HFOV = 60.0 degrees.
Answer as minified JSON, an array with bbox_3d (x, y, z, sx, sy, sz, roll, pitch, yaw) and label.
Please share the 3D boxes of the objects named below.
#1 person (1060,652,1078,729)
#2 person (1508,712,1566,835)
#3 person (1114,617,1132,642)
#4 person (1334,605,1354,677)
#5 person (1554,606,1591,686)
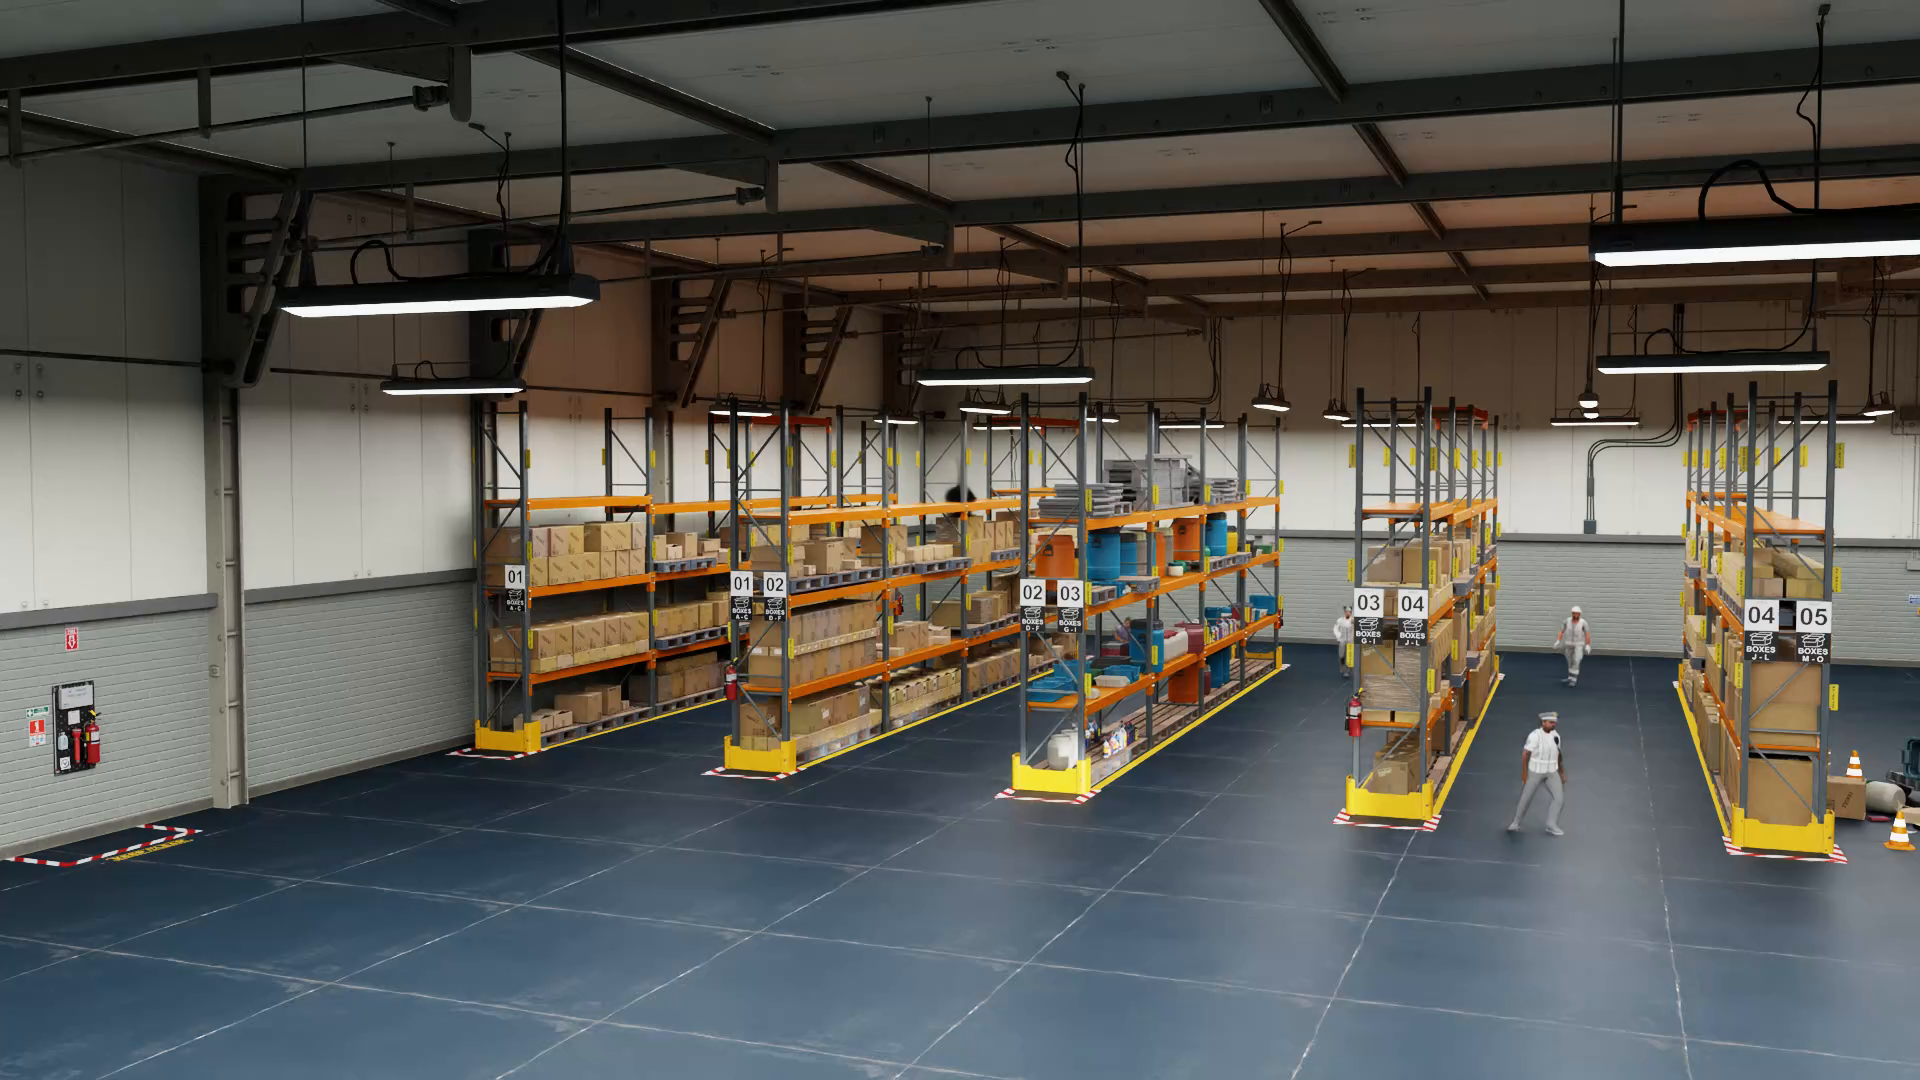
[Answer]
[{"bbox_3d":[1.971,2.773,29.897,0.620,1.547,0.536,2,3,37],"label":"person"},{"bbox_3d":[7.752,3.098,22.288,0.695,1.648,0.594,-1,3,-12],"label":"person"},{"bbox_3d":[3.811,2.447,38.300,0.600,1.450,1.077,0,3,-6],"label":"person"},{"bbox_3d":[8.859,2.317,38.072,0.589,1.647,0.538,1,3,11],"label":"person"},{"bbox_3d":[13.495,2.325,36.639,0.676,1.737,0.874,2,4,40],"label":"person"}]
